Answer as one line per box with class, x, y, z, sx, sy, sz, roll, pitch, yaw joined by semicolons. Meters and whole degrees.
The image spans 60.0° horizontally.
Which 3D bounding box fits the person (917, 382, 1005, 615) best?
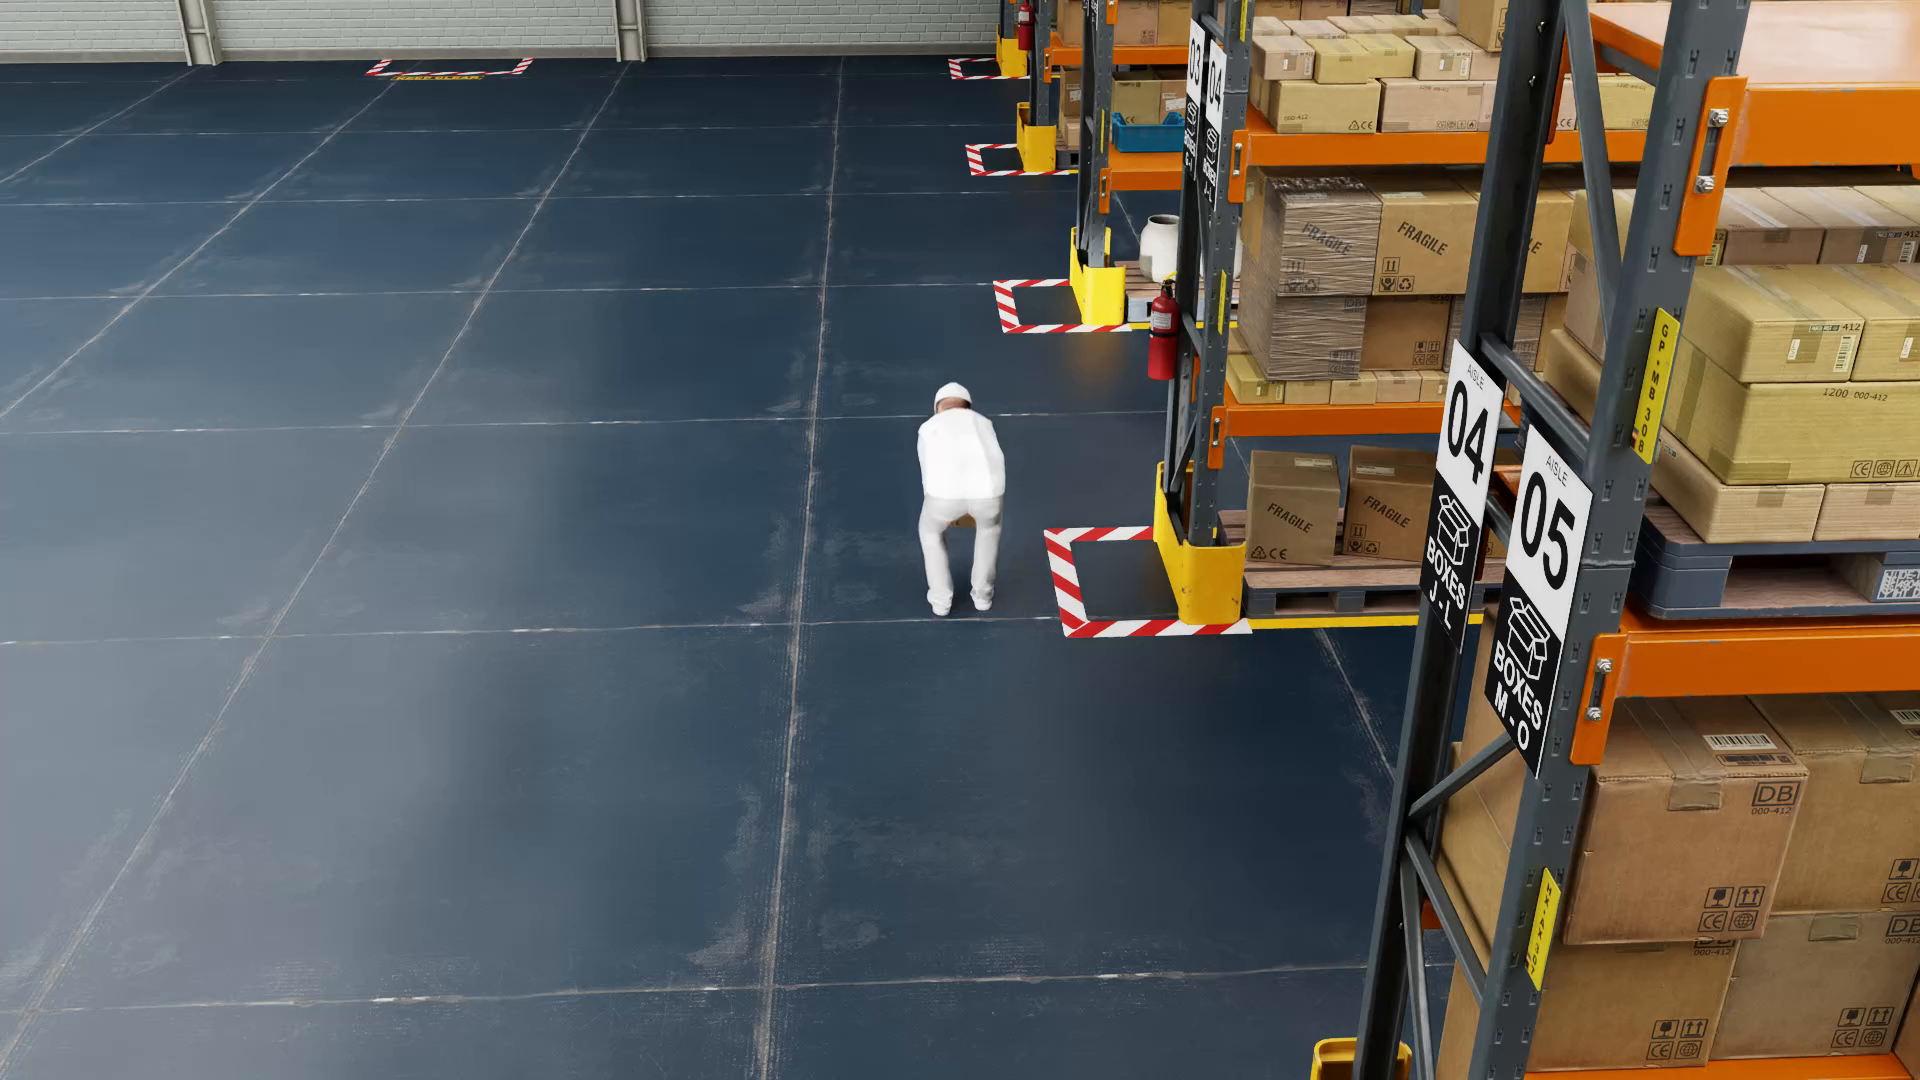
person;-0.007;-0.231;9.707;0.486;1.157;0.988;-3;27;-5
